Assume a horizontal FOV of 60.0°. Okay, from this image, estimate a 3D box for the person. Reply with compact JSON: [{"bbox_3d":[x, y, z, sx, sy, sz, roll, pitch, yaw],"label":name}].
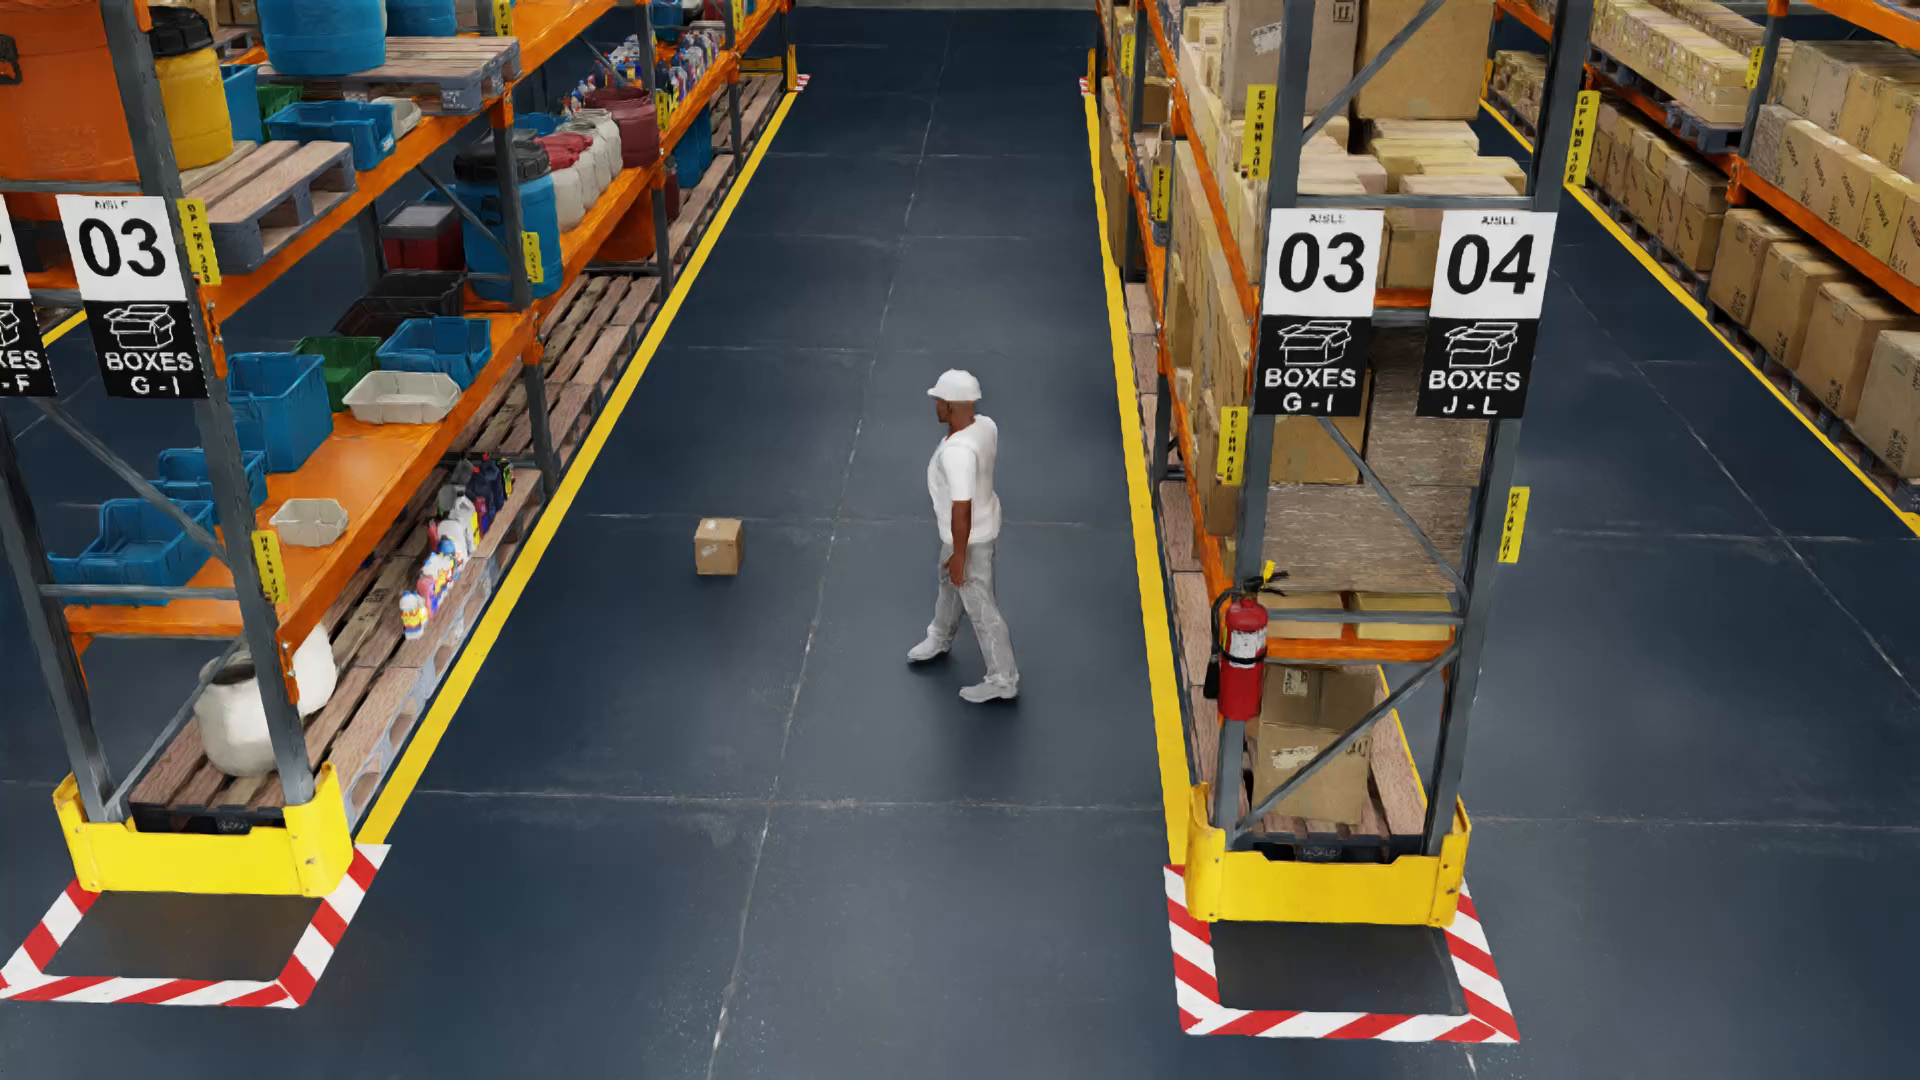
[{"bbox_3d":[0.023,-0.042,8.679,0.640,1.754,0.623,4,28,7],"label":"person"}]
